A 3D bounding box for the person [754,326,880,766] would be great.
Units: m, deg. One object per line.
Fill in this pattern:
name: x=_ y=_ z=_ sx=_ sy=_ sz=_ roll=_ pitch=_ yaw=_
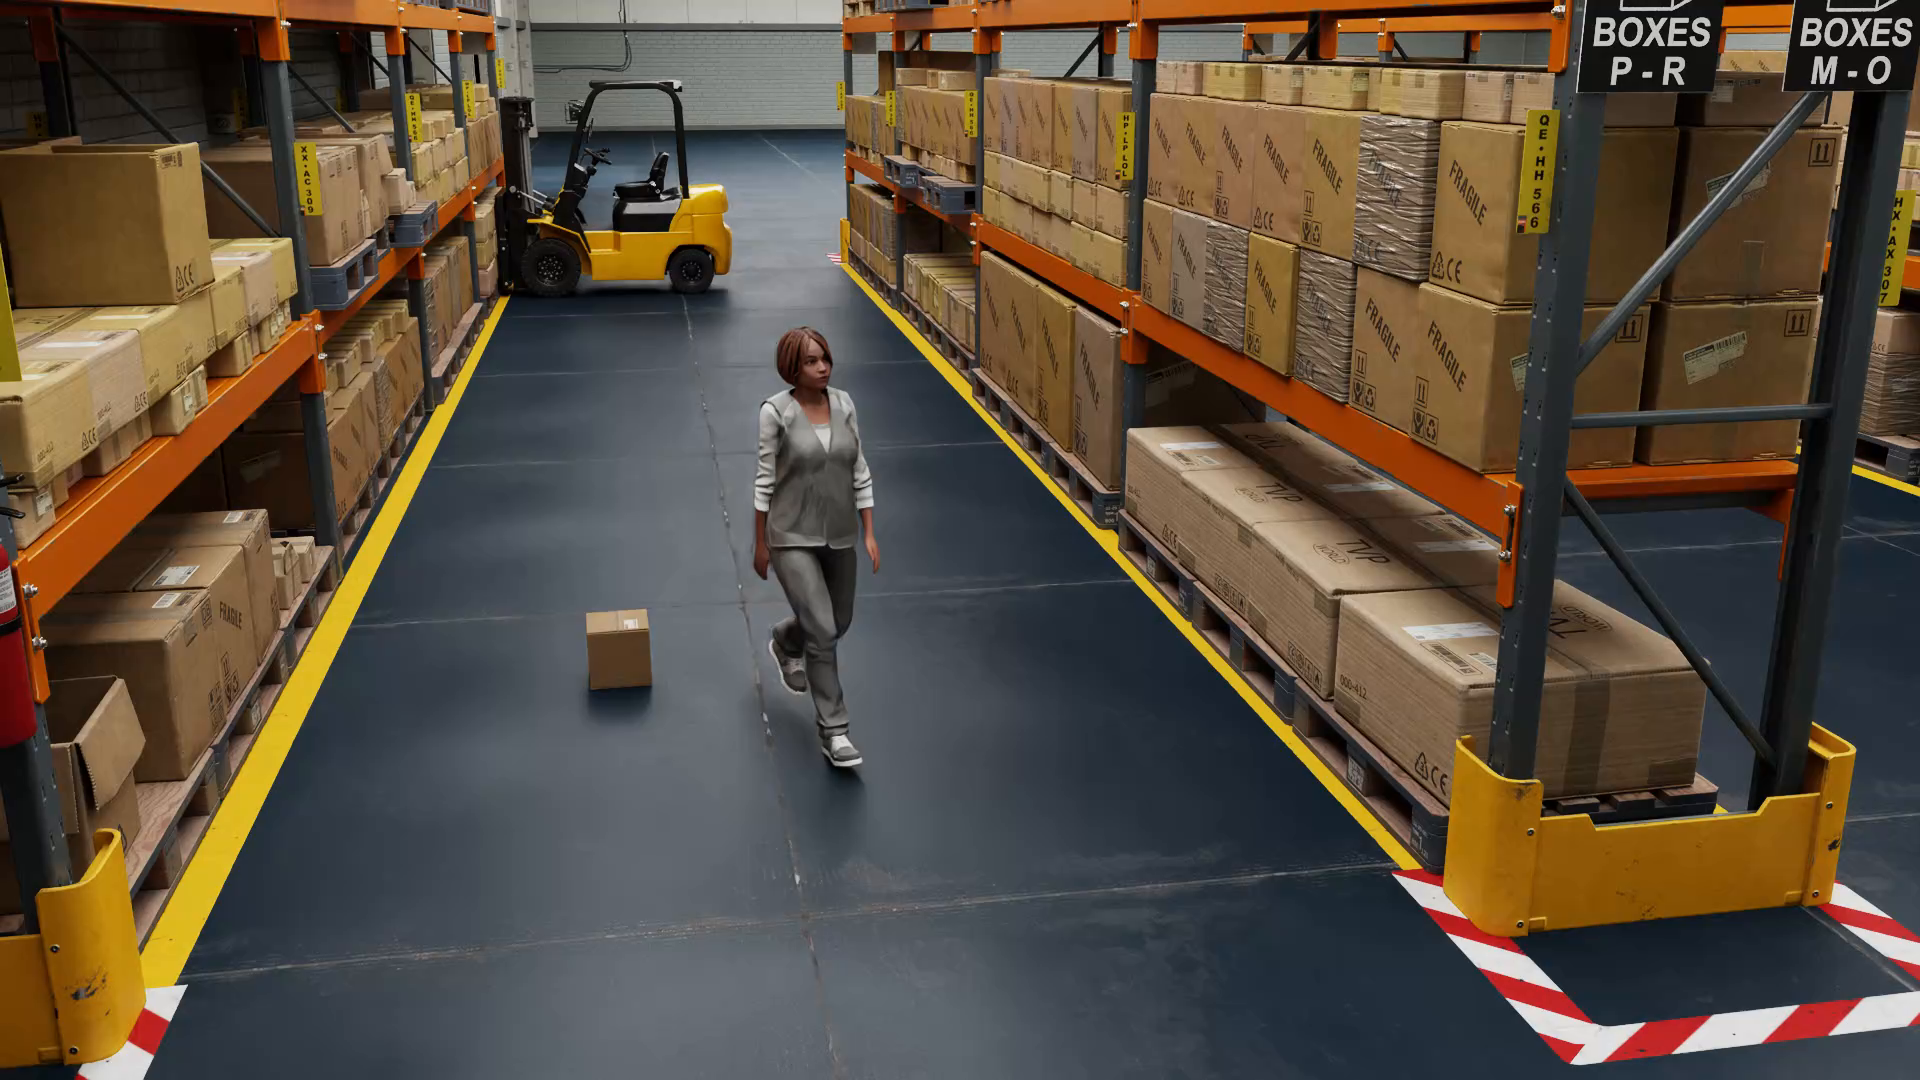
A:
person: x=-0.549 y=-0.019 z=6.094 sx=0.428 sy=1.559 sz=0.833 roll=-10 pitch=19 yaw=-30
